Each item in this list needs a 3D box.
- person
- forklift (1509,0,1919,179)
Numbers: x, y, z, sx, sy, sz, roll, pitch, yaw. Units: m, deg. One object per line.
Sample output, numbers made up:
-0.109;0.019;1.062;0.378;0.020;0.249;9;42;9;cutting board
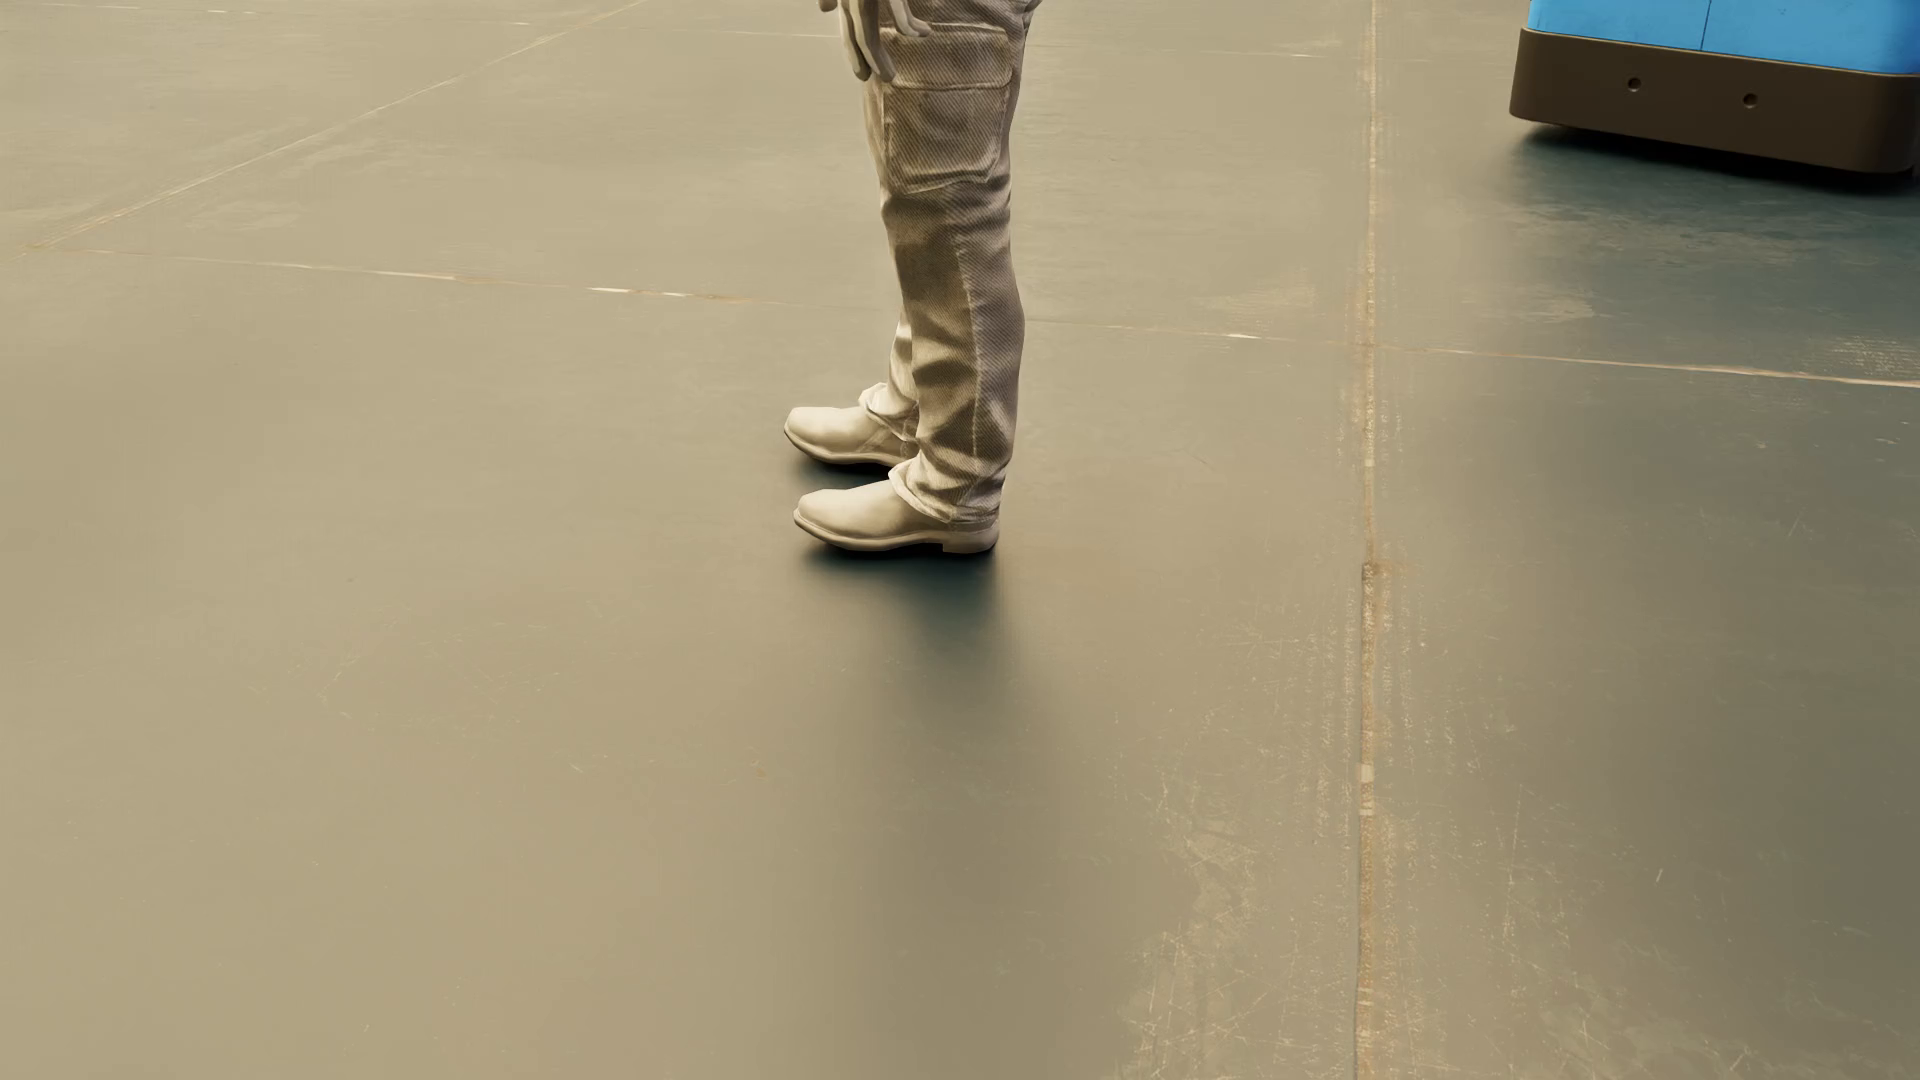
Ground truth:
-0.077;-0.815;2.118;0.557;1.785;0.657;6;27;11;person
14.273;-1.124;1.474;23.089;2.935;12.463;22;34;36;forklift
